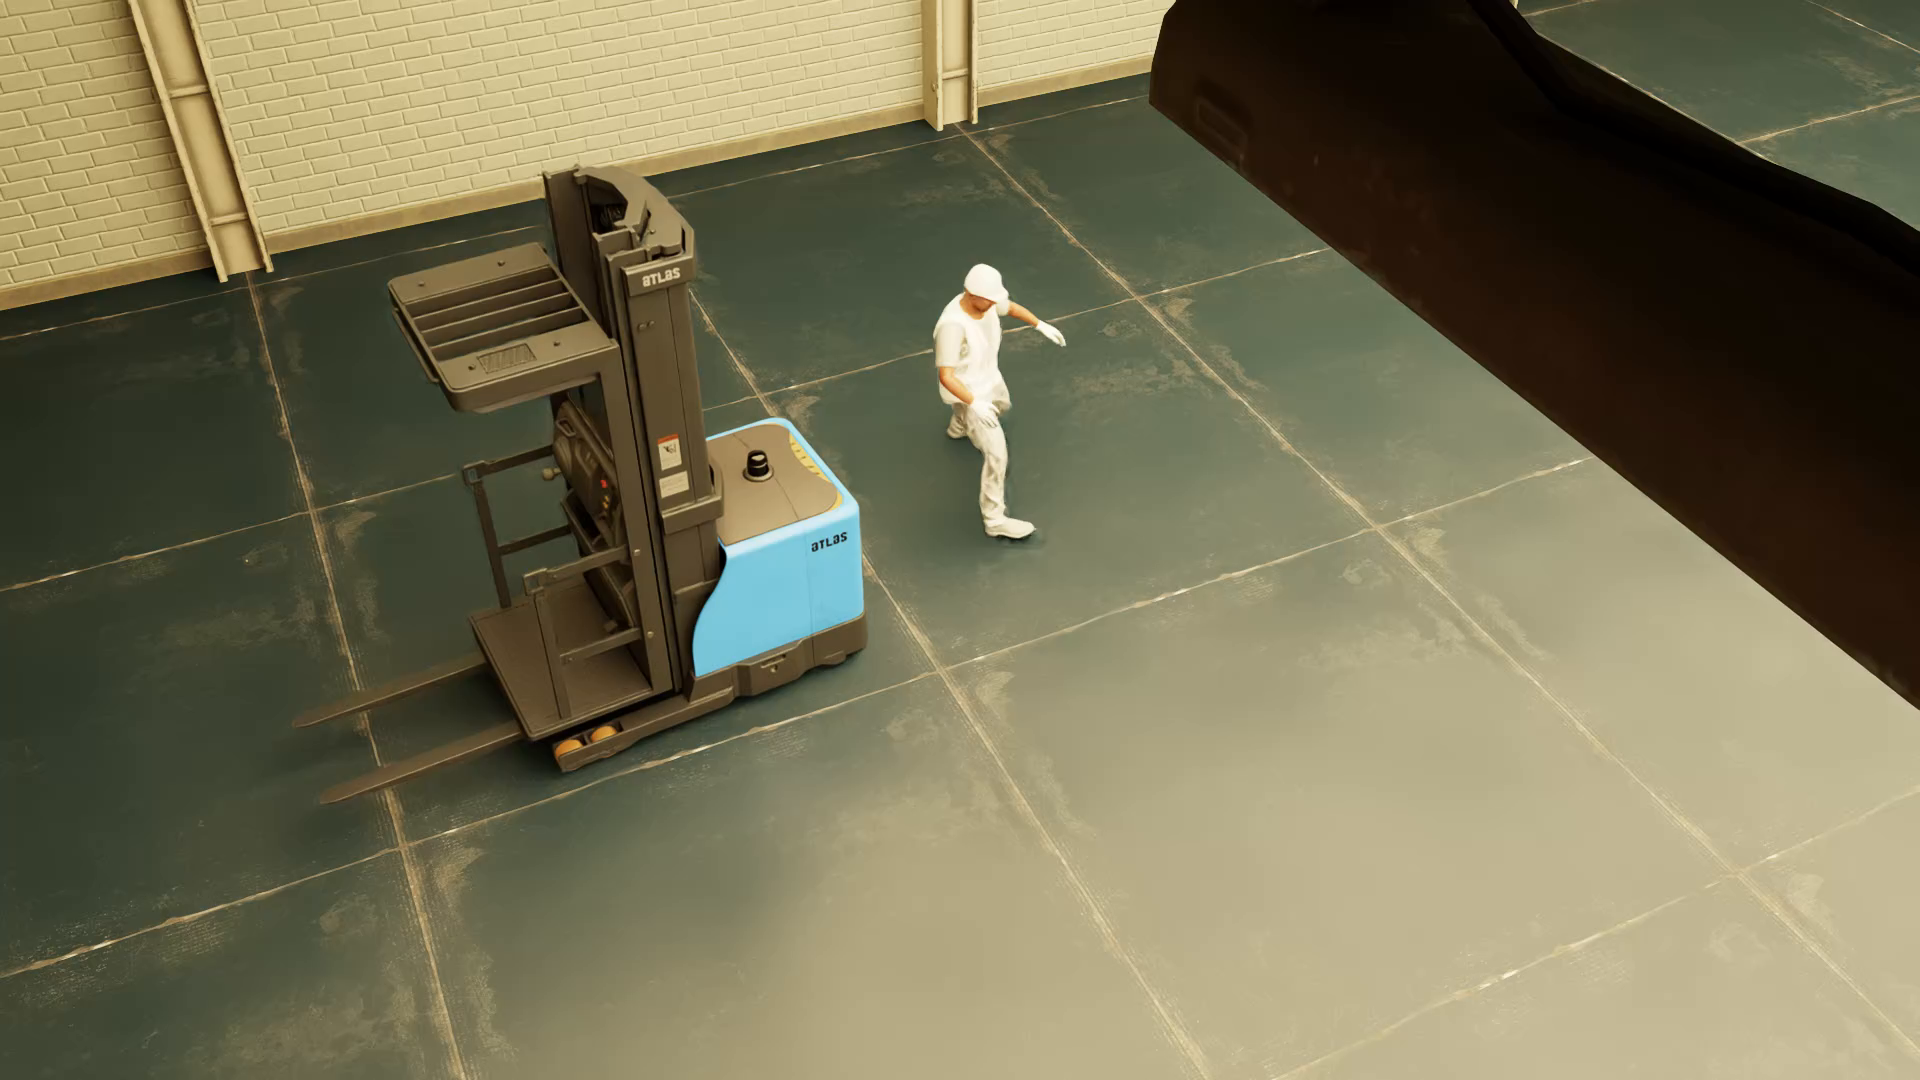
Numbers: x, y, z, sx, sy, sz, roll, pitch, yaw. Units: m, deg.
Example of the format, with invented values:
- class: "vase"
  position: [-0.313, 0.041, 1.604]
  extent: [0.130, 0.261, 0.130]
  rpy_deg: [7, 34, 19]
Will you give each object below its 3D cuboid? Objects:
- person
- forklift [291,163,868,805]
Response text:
- class: "person"
  position: [0.205, -0.983, 10.264]
  extent: [0.982, 1.617, 1.077]
  rpy_deg: [18, 43, 21]
- class: "forklift"
  position: [-2.063, -0.289, 8.362]
  extent: [3.031, 2.935, 1.130]
  rpy_deg: [-20, 44, -22]
